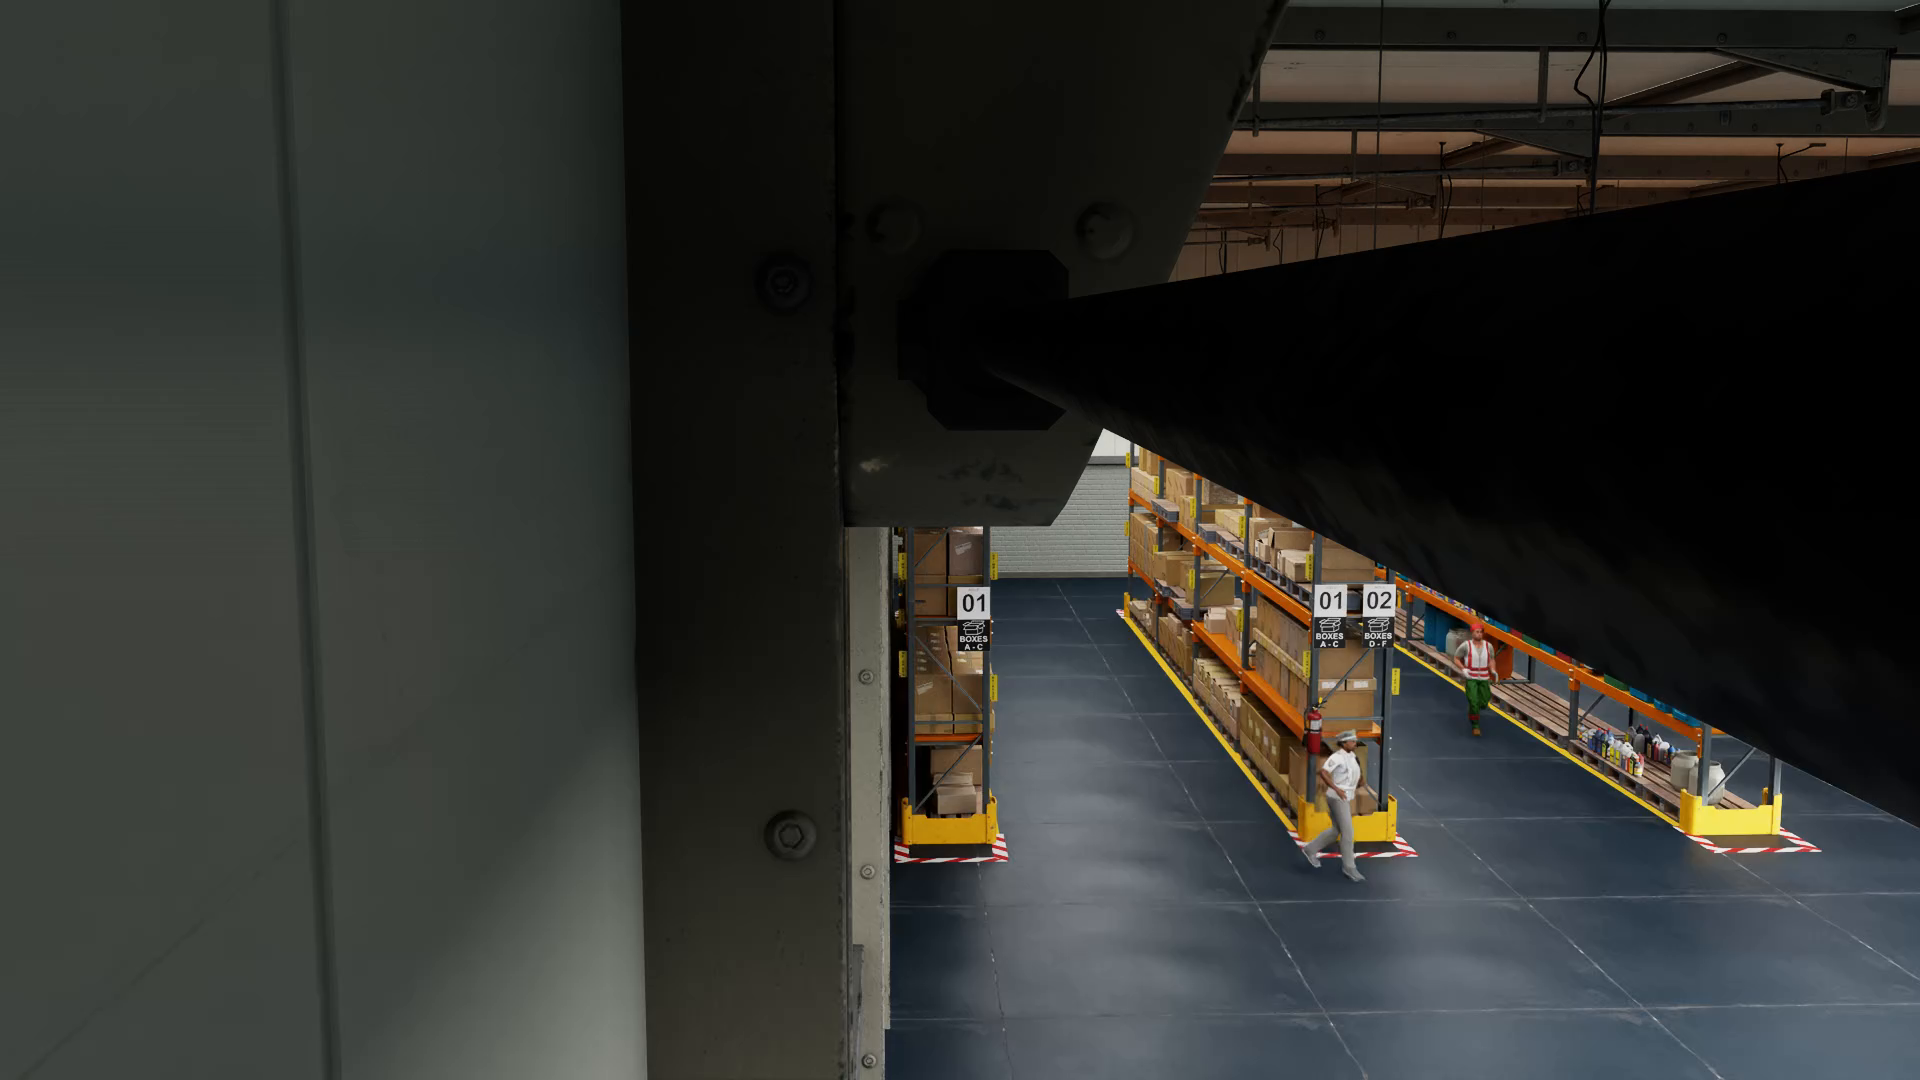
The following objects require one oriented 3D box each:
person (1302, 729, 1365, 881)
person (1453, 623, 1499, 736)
[{"bbox_3d":[4.430,3.036,19.394,0.804,1.695,0.643,4,9,31],"label":"person"},{"bbox_3d":[8.040,2.153,25.986,0.656,1.745,0.615,0,7,-1],"label":"person"}]
